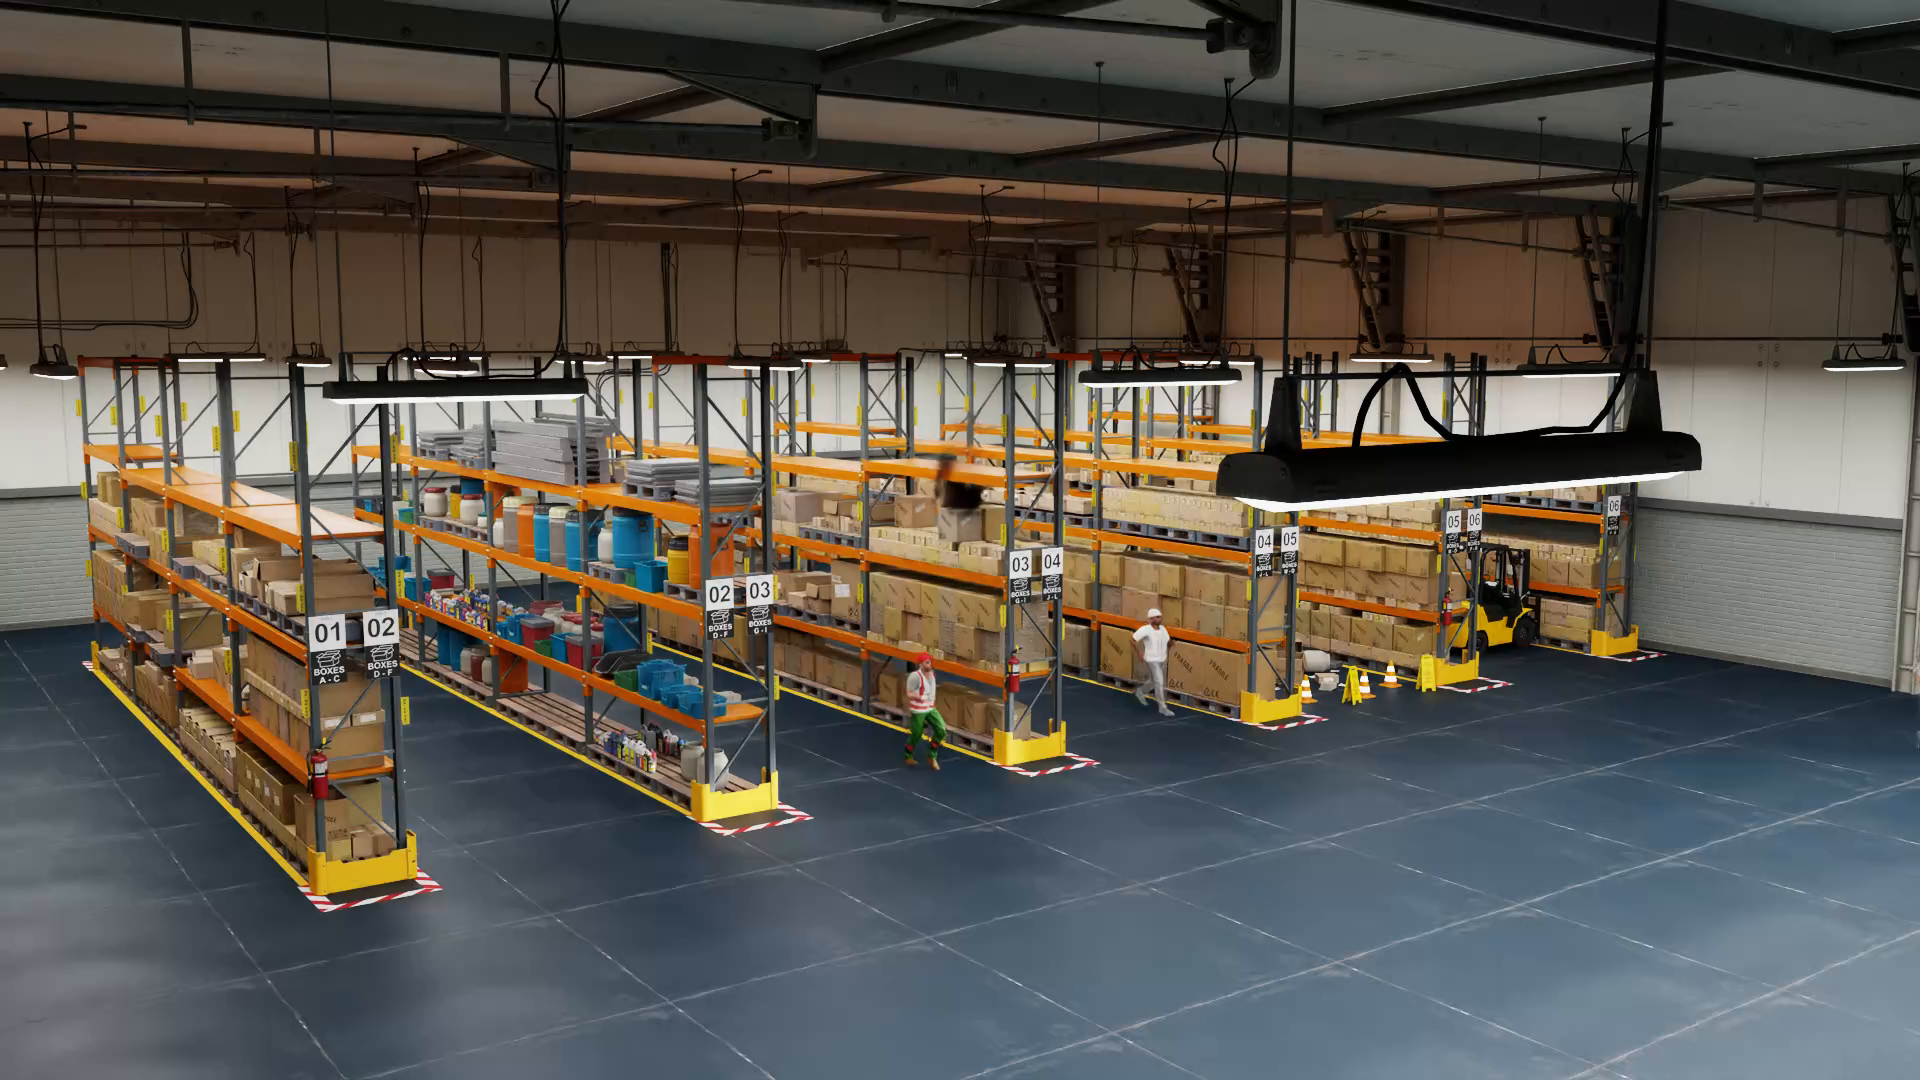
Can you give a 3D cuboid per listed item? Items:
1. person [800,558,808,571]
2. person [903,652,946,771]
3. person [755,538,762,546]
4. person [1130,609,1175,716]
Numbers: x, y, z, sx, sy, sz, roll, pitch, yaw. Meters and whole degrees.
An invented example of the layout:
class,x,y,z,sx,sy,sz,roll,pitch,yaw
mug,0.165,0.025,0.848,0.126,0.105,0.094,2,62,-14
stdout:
class,x,y,z,sx,sy,sz,roll,pitch,yaw
person,-4.032,0.361,42.036,0.823,1.785,0.666,2,7,14
person,-0.539,2.508,24.394,0.670,1.774,0.802,-6,9,-41
person,-4.998,0.551,41.051,0.640,1.619,0.578,5,9,36
person,3.292,2.028,28.063,0.700,1.754,0.989,-6,9,-42
